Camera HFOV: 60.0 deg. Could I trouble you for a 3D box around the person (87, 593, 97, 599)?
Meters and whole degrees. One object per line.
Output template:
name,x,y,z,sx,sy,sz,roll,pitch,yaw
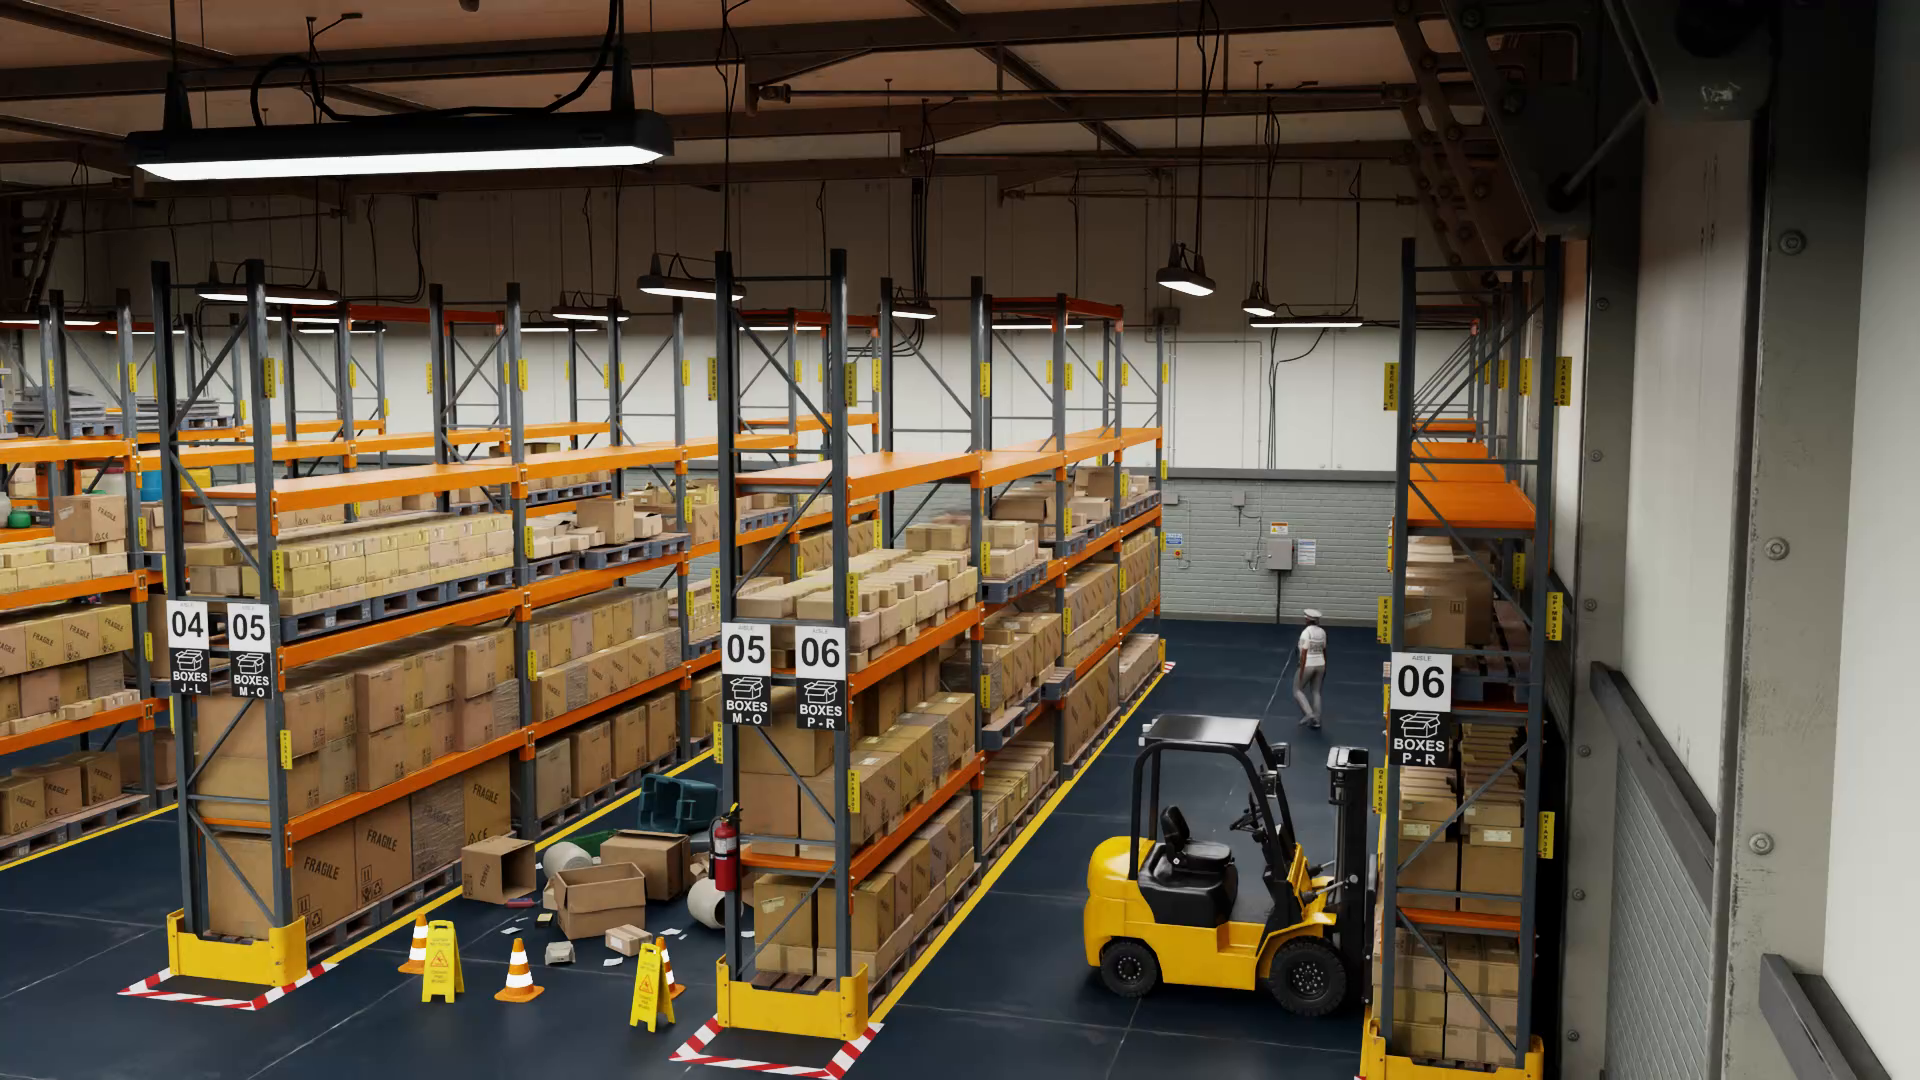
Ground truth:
person,-14.977,1.300,29.258,0.509,1.562,0.730,3,7,26

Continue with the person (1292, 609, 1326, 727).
person,5.016,1.828,23.681,0.503,1.681,0.443,-3,7,-28
